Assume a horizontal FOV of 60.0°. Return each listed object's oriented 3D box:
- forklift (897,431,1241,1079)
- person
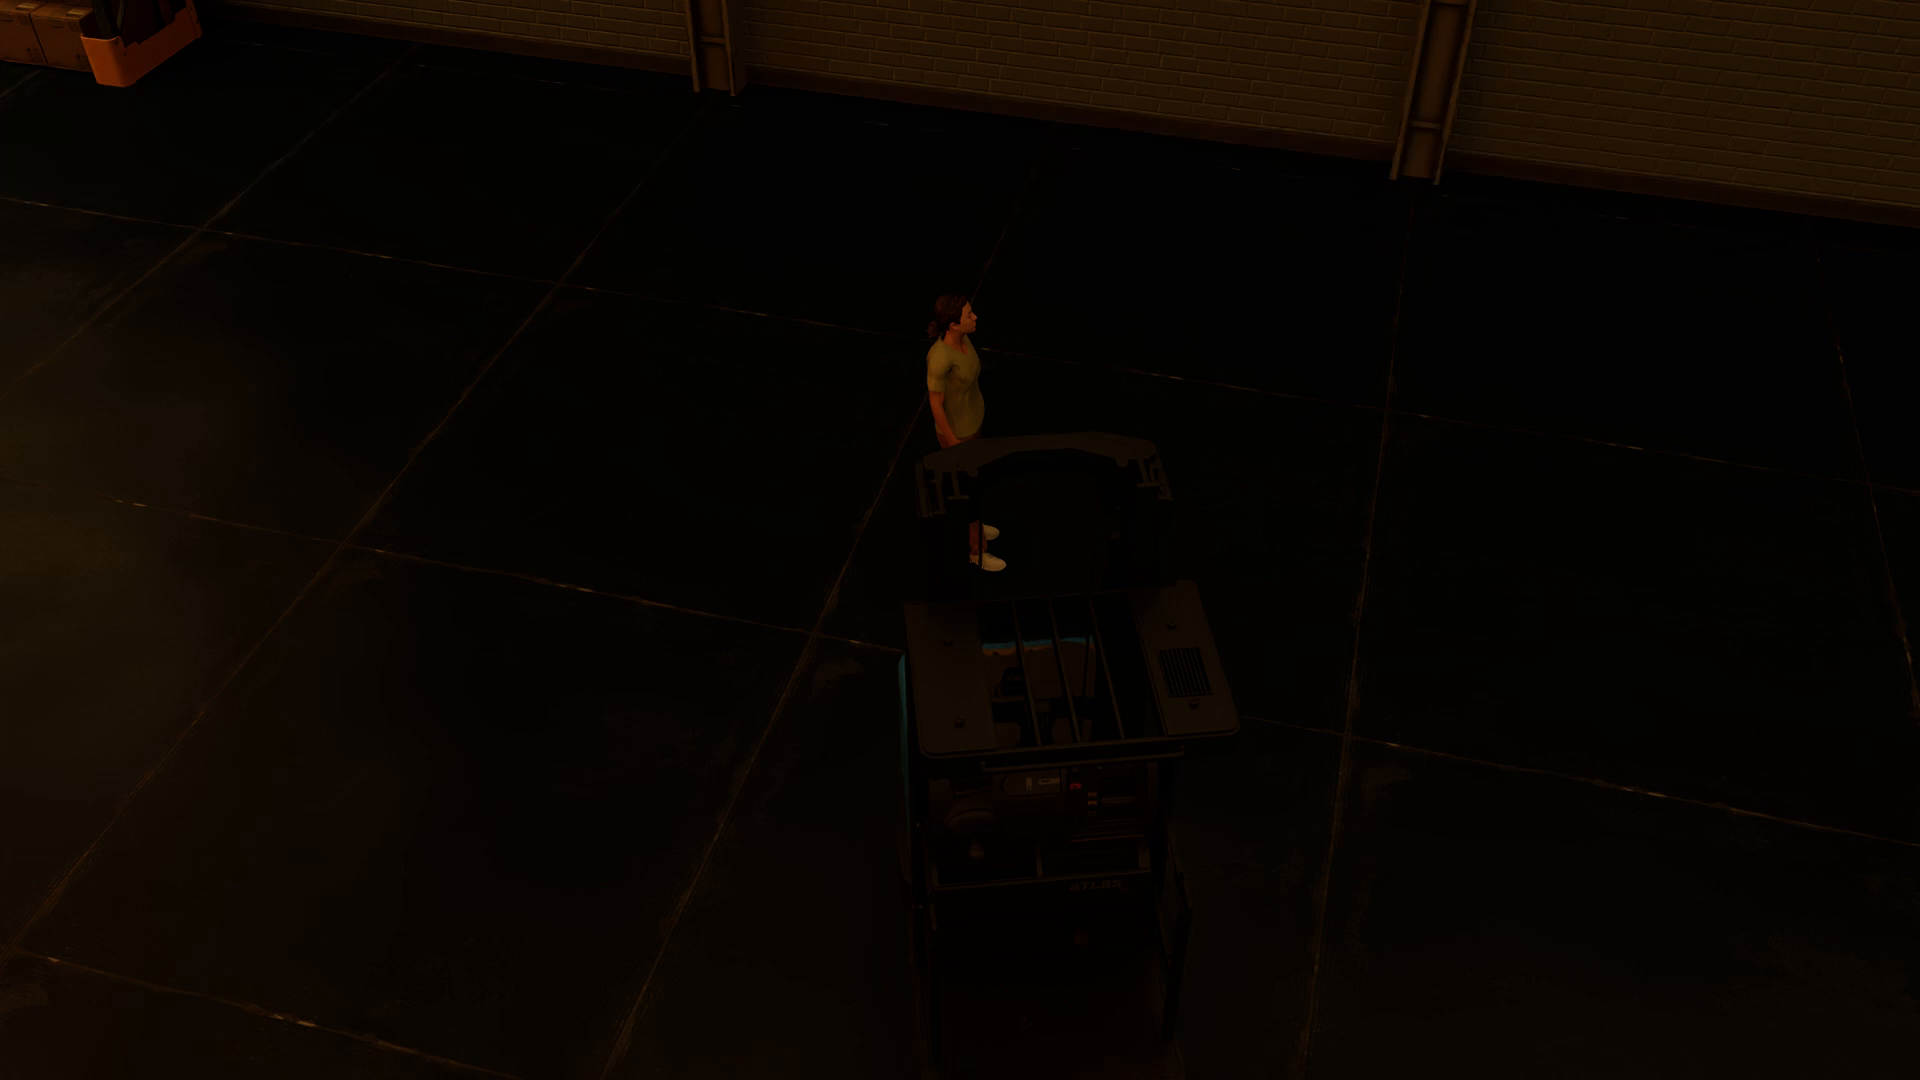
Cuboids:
[{"bbox_3d":[0.363,1.154,6.545,1.130,2.935,3.031,-4,41,-5],"label":"forklift"},{"bbox_3d":[0.068,-0.646,9.478,0.548,1.675,0.552,10,42,11],"label":"person"}]
